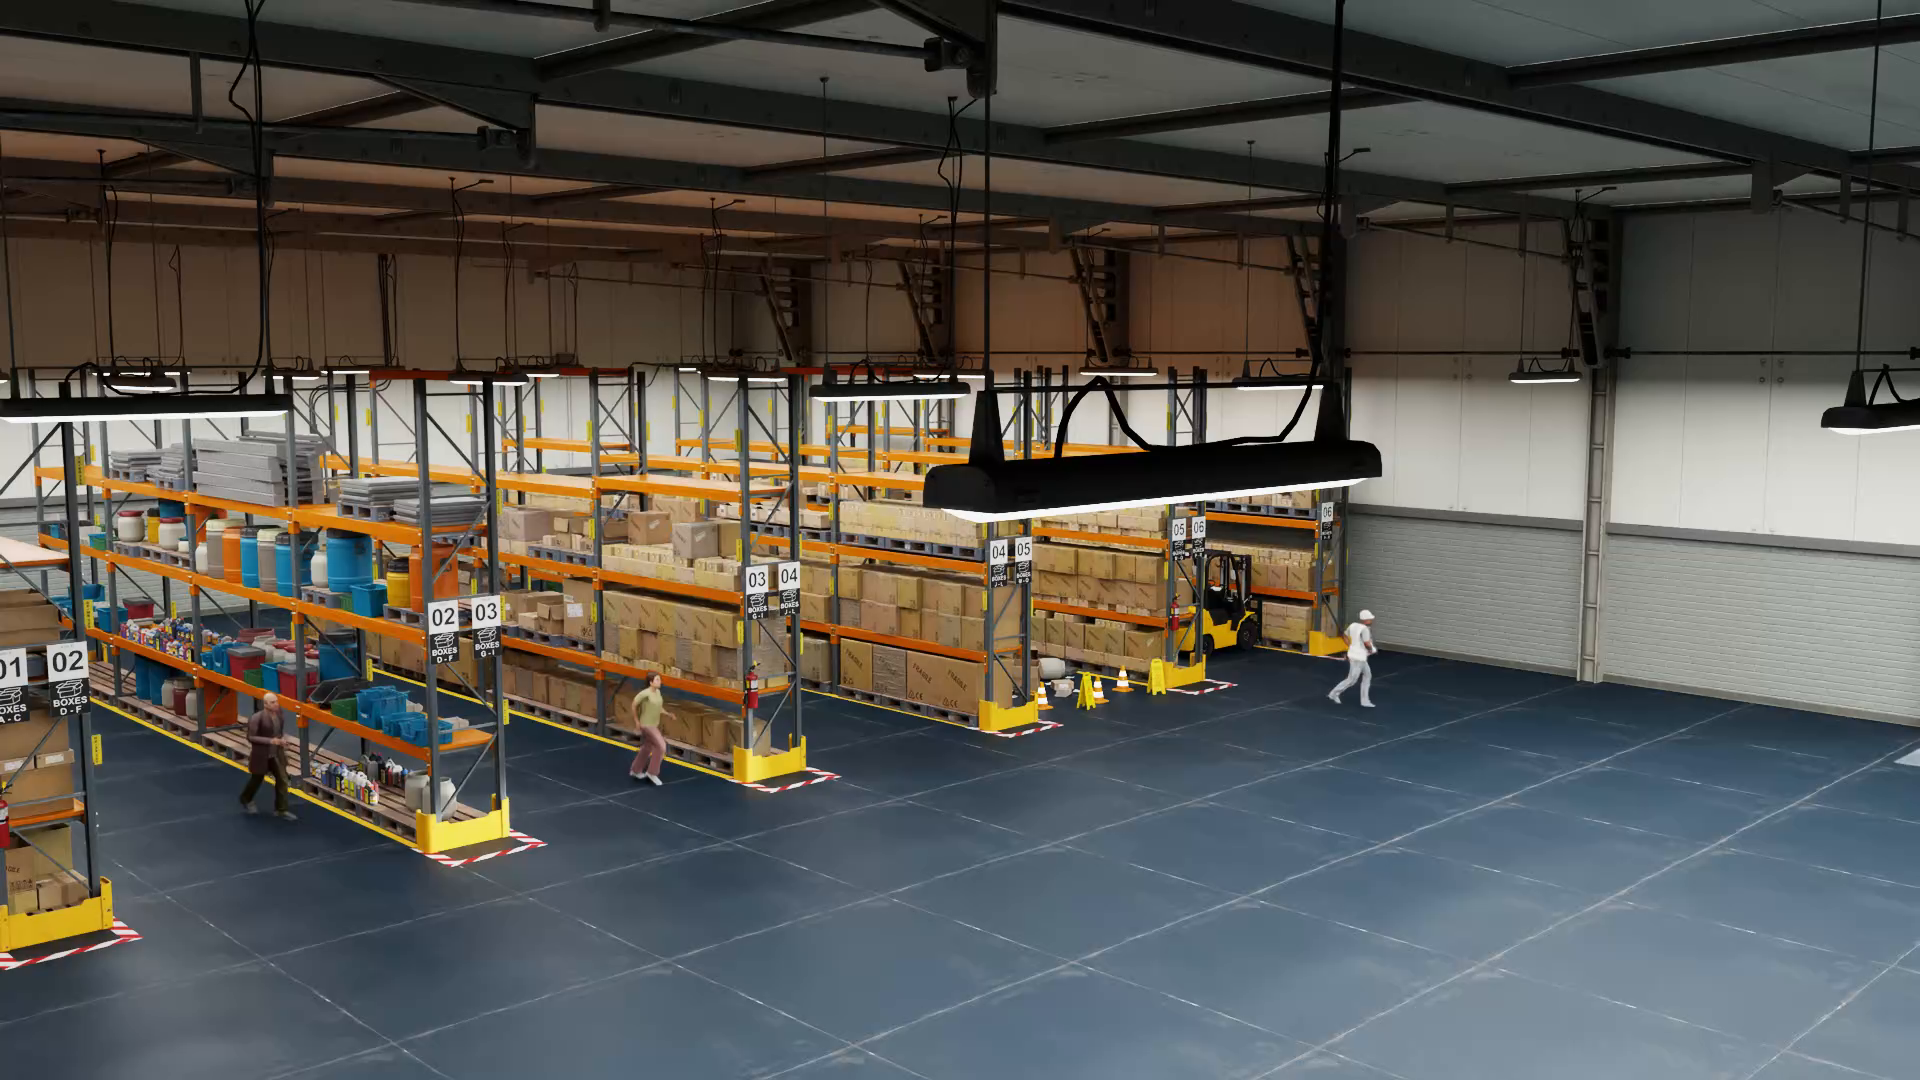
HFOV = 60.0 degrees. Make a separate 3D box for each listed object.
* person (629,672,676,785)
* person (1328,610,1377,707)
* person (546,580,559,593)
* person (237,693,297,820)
[{"bbox_3d":[-4.560,2.765,24.458,0.771,1.688,0.484,2,7,17],"label":"person"},{"bbox_3d":[6.997,2.123,29.546,0.851,1.761,0.637,0,6,3],"label":"person"},{"bbox_3d":[-10.067,0.803,41.022,0.537,1.769,0.623,0,6,0],"label":"person"},{"bbox_3d":[-9.459,2.914,22.585,1.043,1.752,0.697,4,8,33],"label":"person"}]
